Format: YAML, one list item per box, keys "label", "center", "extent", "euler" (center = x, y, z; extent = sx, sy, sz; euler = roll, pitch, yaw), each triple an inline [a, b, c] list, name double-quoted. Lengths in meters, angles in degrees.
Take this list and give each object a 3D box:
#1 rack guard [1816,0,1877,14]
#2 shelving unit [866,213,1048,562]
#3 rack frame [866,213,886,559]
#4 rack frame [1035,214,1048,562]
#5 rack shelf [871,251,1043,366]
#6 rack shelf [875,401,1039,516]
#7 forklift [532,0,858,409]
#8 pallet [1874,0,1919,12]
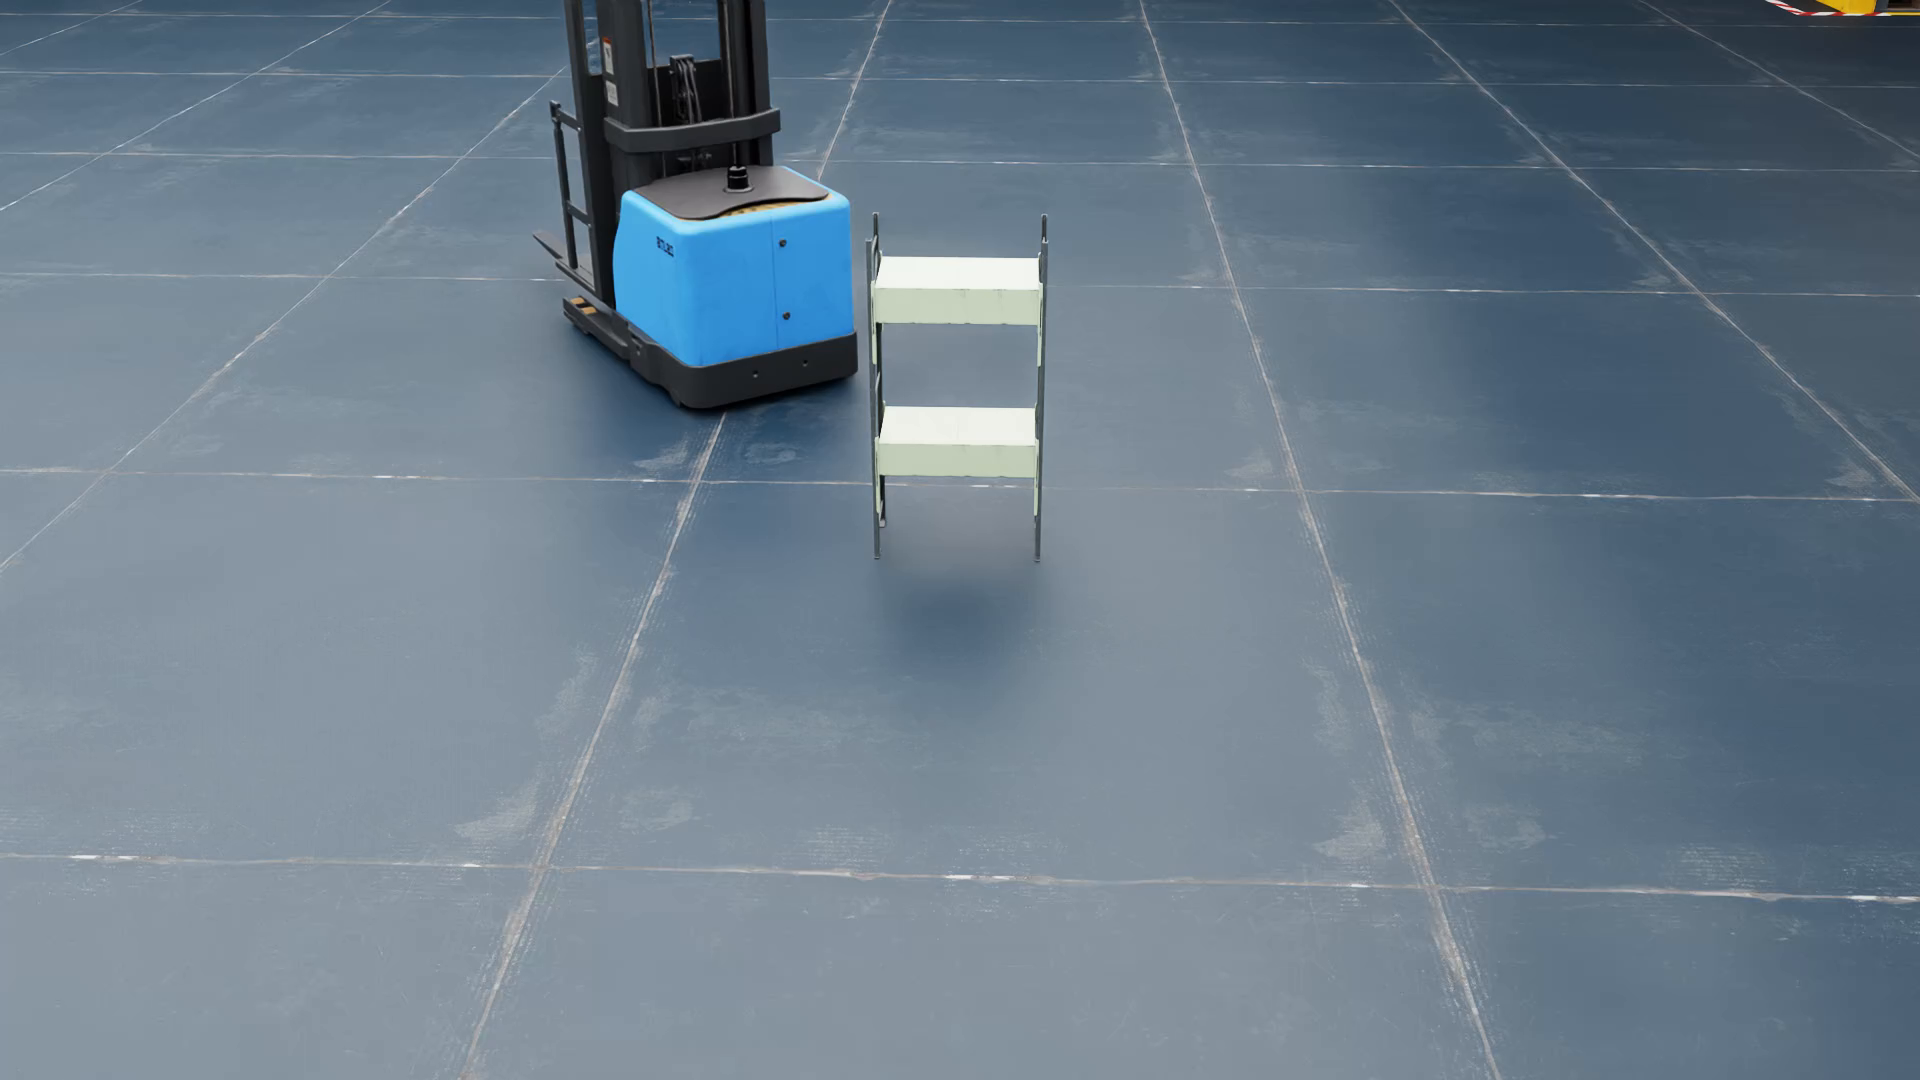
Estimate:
- label: "rack guard"
  center: [10.437, -6.583, 19.635]
  extent: [0.348, 0.500, 1.175]
  euler: [1, 28, 2]
- label: "shelving unit"
  center: [-0.007, -0.663, 7.399]
  extent: [0.755, 1.500, 0.431]
  euler: [1, 28, 2]
- label: "rack frame"
  center: [-0.372, -0.669, 7.410]
  extent: [0.023, 1.500, 0.400]
  euler: [1, 28, 2]
- label: "rack frame"
  center: [0.359, -0.657, 7.388]
  extent: [0.023, 1.500, 0.400]
  euler: [1, 28, 2]
- label: "rack shelf"
  center: [-0.007, -1.008, 7.216]
  extent: [0.720, 0.370, 0.431]
  euler: [1, 28, 2]
- label: "rack shelf"
  center: [-0.007, -0.375, 7.552]
  extent: [0.720, 0.370, 0.431]
  euler: [1, 28, 2]
- label: "forklift"
  center: [-1.786, -2.648, 9.617]
  extent: [1.130, 2.935, 3.031]
  euler: [-16, 32, -28]
- label: "pallet"
  center: [11.227, -6.462, 19.715]
  extent: [1.213, 0.211, 1.003]
  euler: [1, 28, 2]
